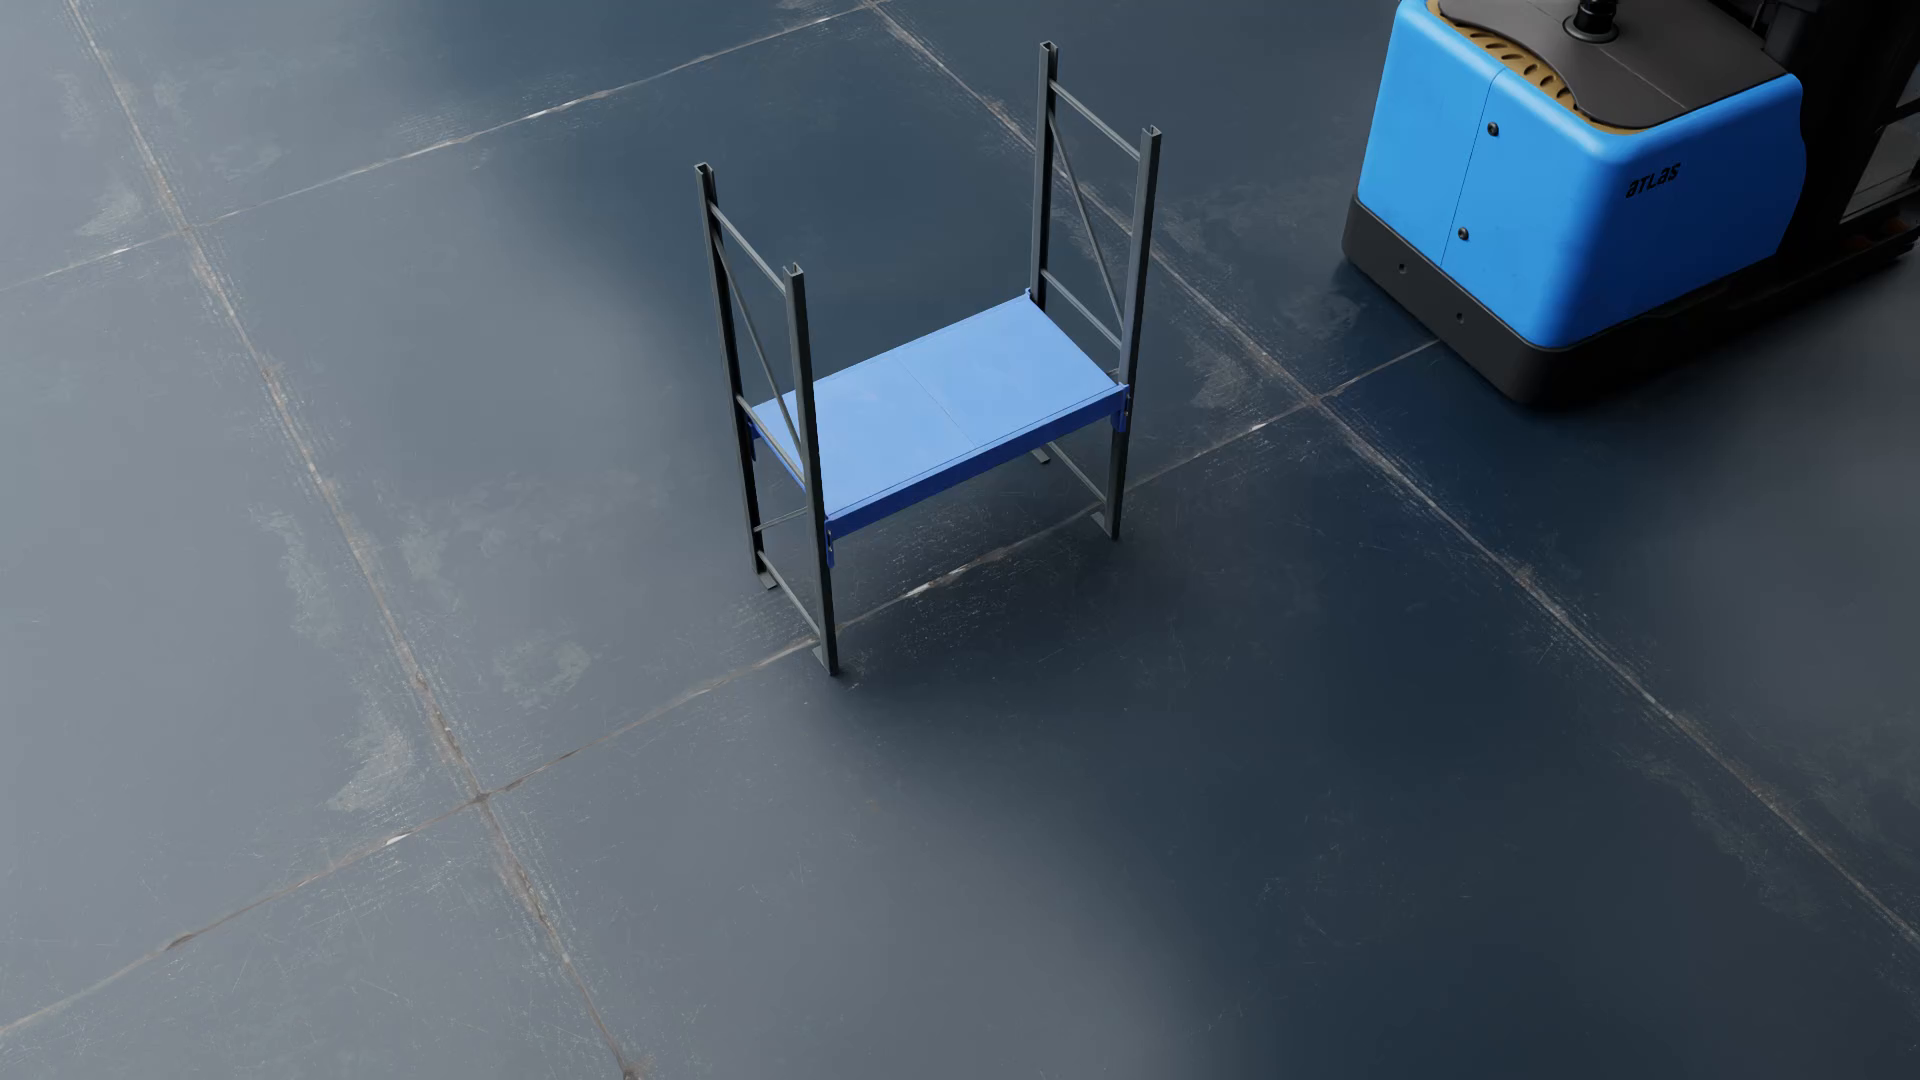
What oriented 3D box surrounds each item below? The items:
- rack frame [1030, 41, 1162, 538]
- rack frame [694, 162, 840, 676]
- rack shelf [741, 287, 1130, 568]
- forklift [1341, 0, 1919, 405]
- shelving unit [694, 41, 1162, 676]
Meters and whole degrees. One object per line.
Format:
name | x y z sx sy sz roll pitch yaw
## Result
rack frame | 0.358 -0.667 4.840 0.032 1.500 0.500 -25 53 -21
rack frame | -0.502 -0.262 4.479 0.032 1.500 0.500 -25 53 -21
rack shelf | -0.072 -0.345 4.794 1.000 0.185 0.538 -25 53 -21
forklift | 2.938 -2.249 5.290 3.031 2.935 1.130 -23 52 -19
shelving unit | -0.072 -0.465 4.660 1.048 1.500 0.538 -25 53 -21
